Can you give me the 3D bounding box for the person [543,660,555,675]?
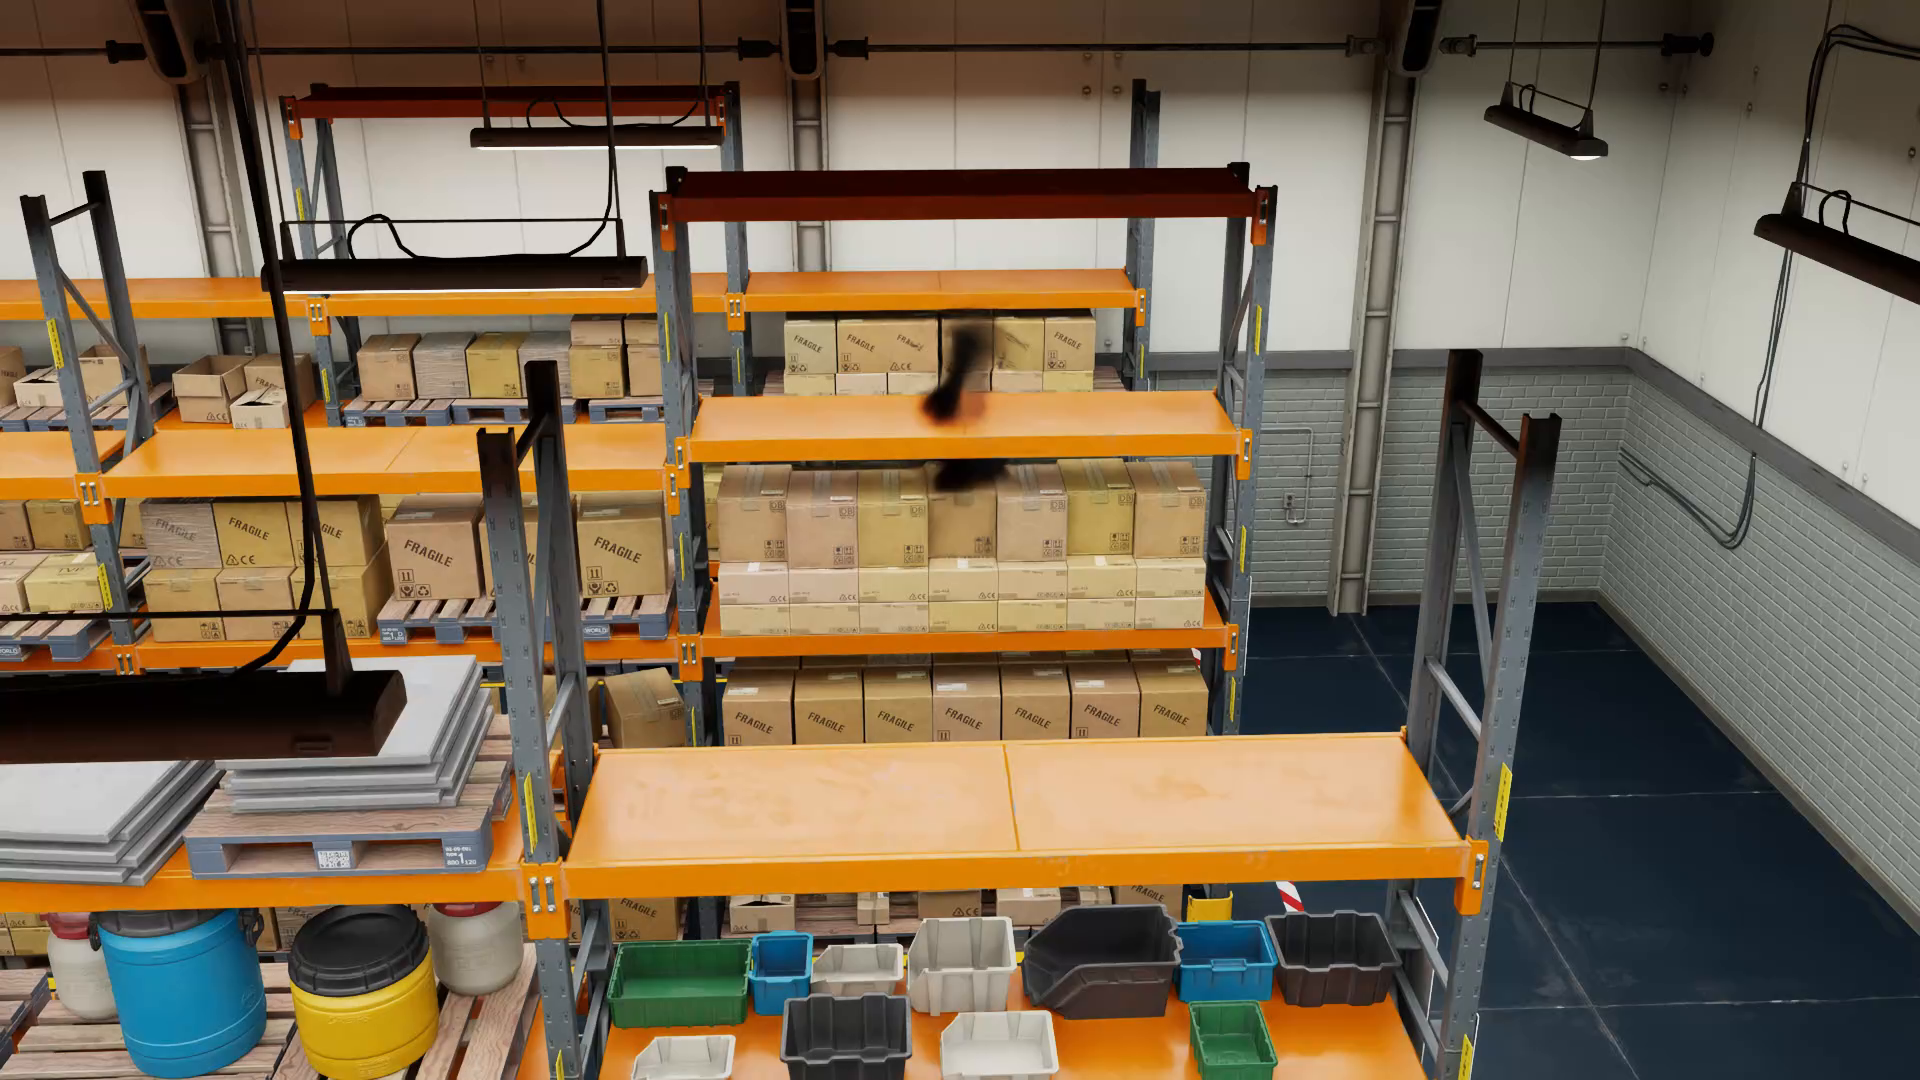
[{"bbox_3d":[-3.422,1.743,14.664,0.679,1.679,0.645,-4,23,-10],"label":"person"}]
